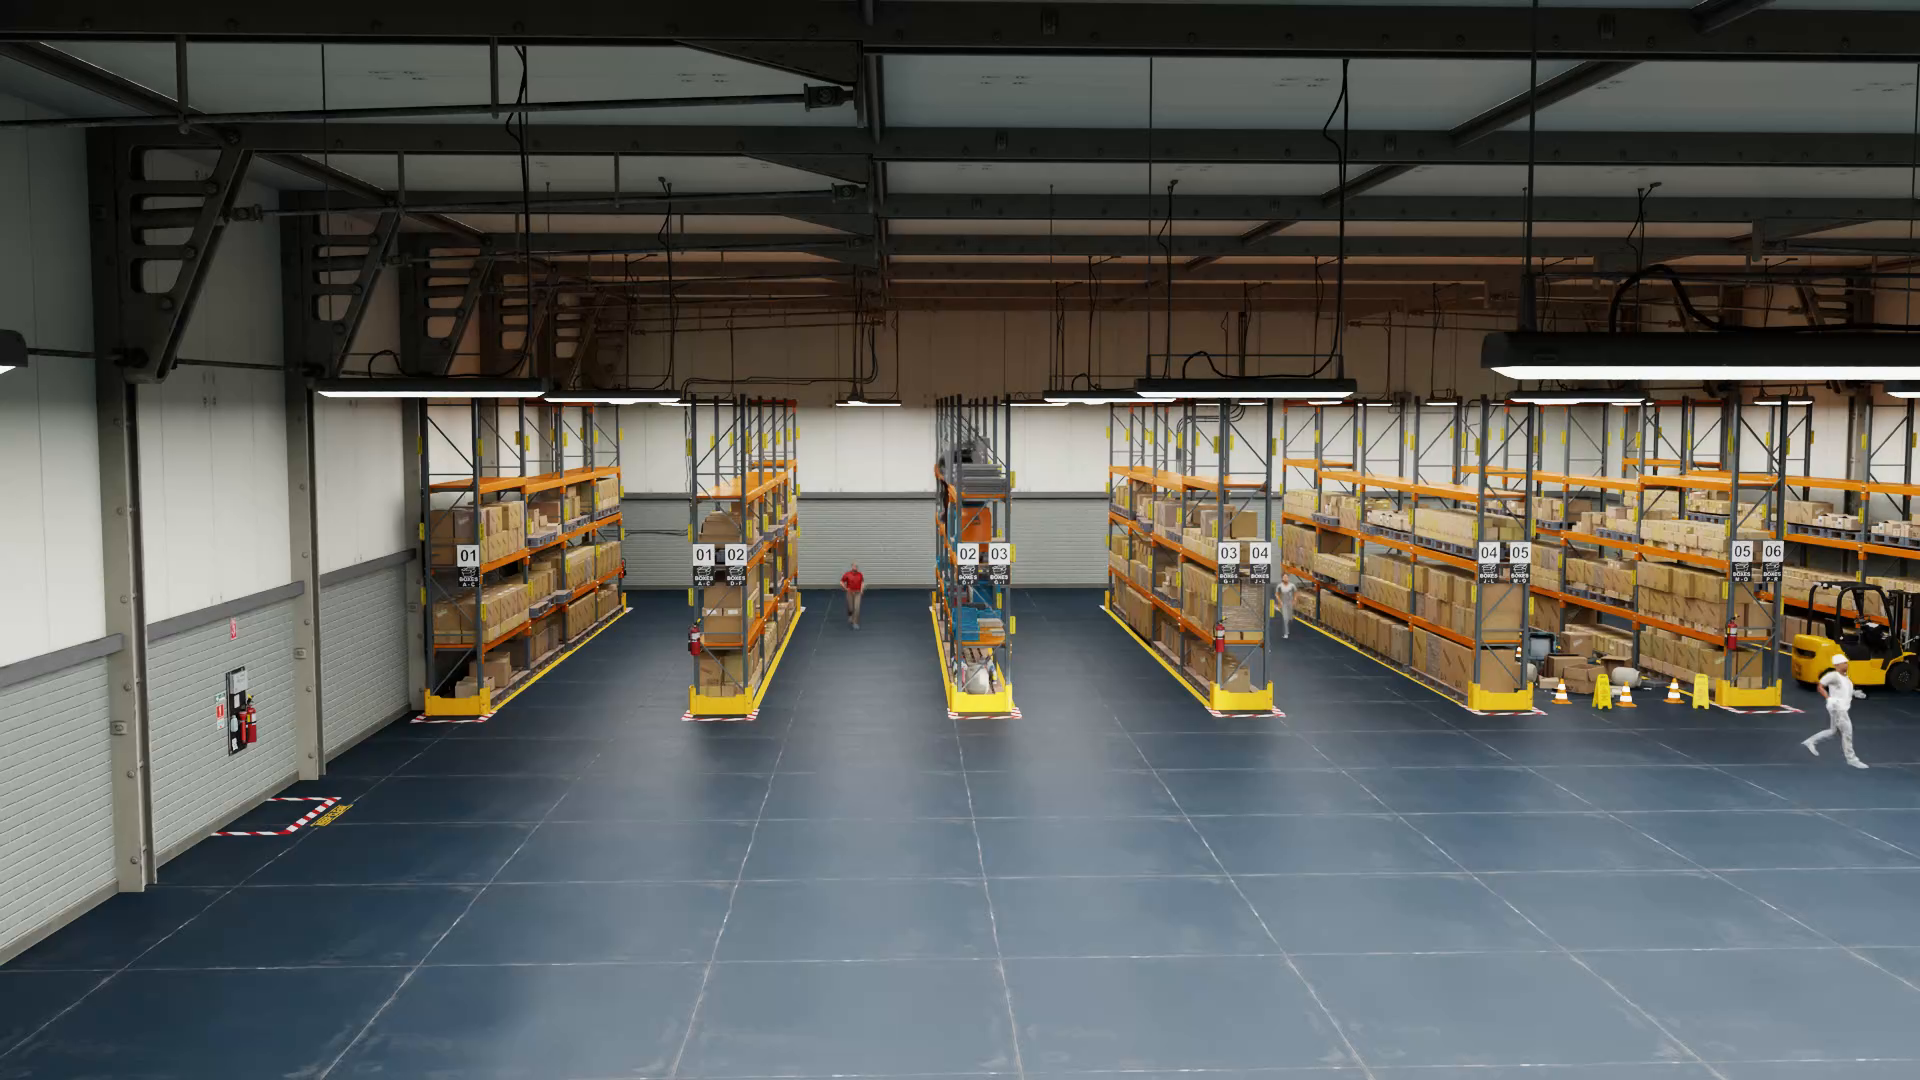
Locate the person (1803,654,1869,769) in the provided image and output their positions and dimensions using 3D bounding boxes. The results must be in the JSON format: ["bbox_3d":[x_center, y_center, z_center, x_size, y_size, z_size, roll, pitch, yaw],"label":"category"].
[{"bbox_3d":[14.089,2.723,26.710,0.987,1.790,0.682,4,6,39],"label":"person"}]

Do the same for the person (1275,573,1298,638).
[{"bbox_3d":[8.171,1.632,41.643,0.573,1.640,0.642,0,5,6],"label":"person"}]

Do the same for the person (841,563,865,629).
[{"bbox_3d":[-2.805,1.451,43.684,0.657,1.715,0.703,-1,5,-18],"label":"person"}]
